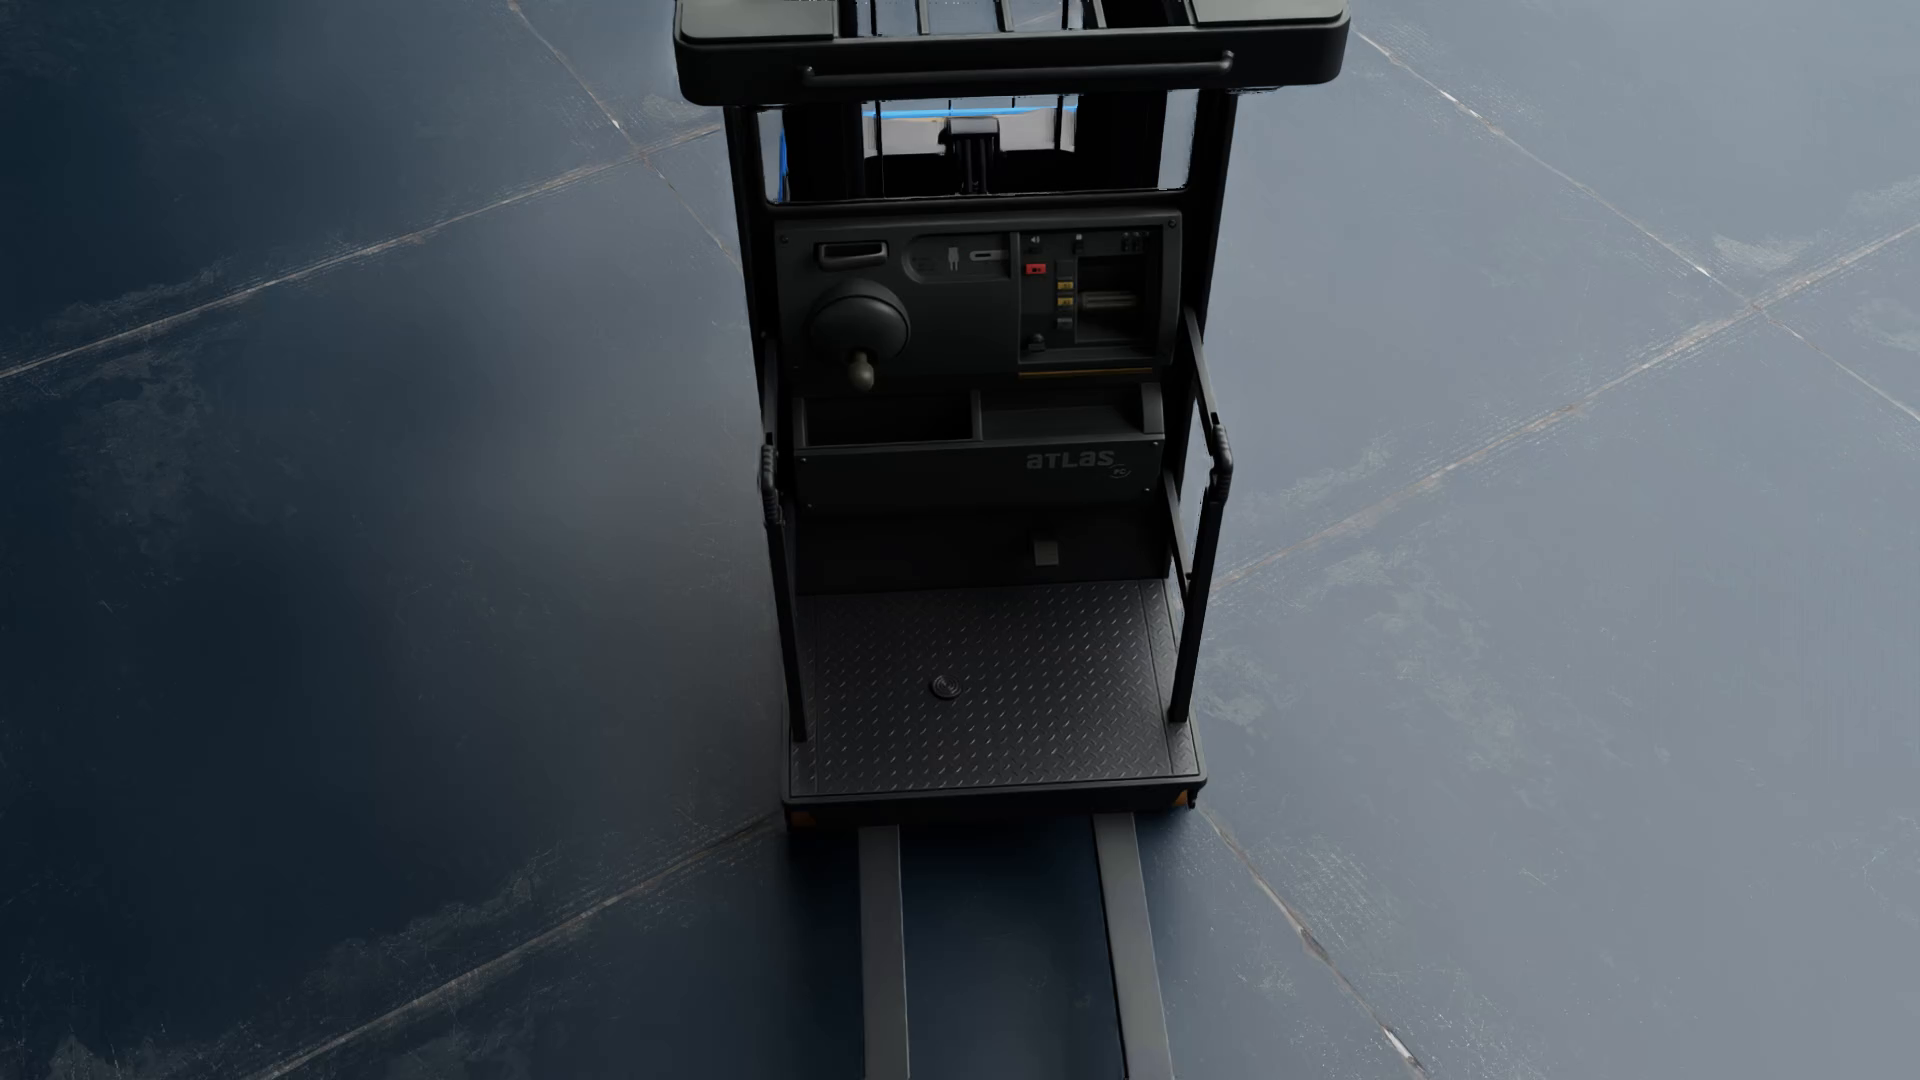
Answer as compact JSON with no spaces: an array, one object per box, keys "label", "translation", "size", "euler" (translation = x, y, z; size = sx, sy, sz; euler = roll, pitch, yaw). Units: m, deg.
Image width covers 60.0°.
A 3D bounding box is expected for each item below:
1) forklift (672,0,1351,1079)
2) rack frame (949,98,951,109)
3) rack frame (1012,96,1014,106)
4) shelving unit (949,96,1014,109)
[{"label":"forklift","translation":[0.061,-0.453,3.691],"size":[1.130,2.935,3.031],"euler":[-3,48,-2]},{"label":"rack frame","translation":[-0.036,-1.045,5.571],"size":[0.006,0.900,0.240],"euler":[1,46,1]},{"label":"rack frame","translation":[0.167,-1.041,5.568],"size":[0.006,0.900,0.240],"euler":[1,46,1]},{"label":"shelving unit","translation":[0.066,-1.043,5.569],"size":[0.210,0.900,0.258],"euler":[1,46,1]}]
